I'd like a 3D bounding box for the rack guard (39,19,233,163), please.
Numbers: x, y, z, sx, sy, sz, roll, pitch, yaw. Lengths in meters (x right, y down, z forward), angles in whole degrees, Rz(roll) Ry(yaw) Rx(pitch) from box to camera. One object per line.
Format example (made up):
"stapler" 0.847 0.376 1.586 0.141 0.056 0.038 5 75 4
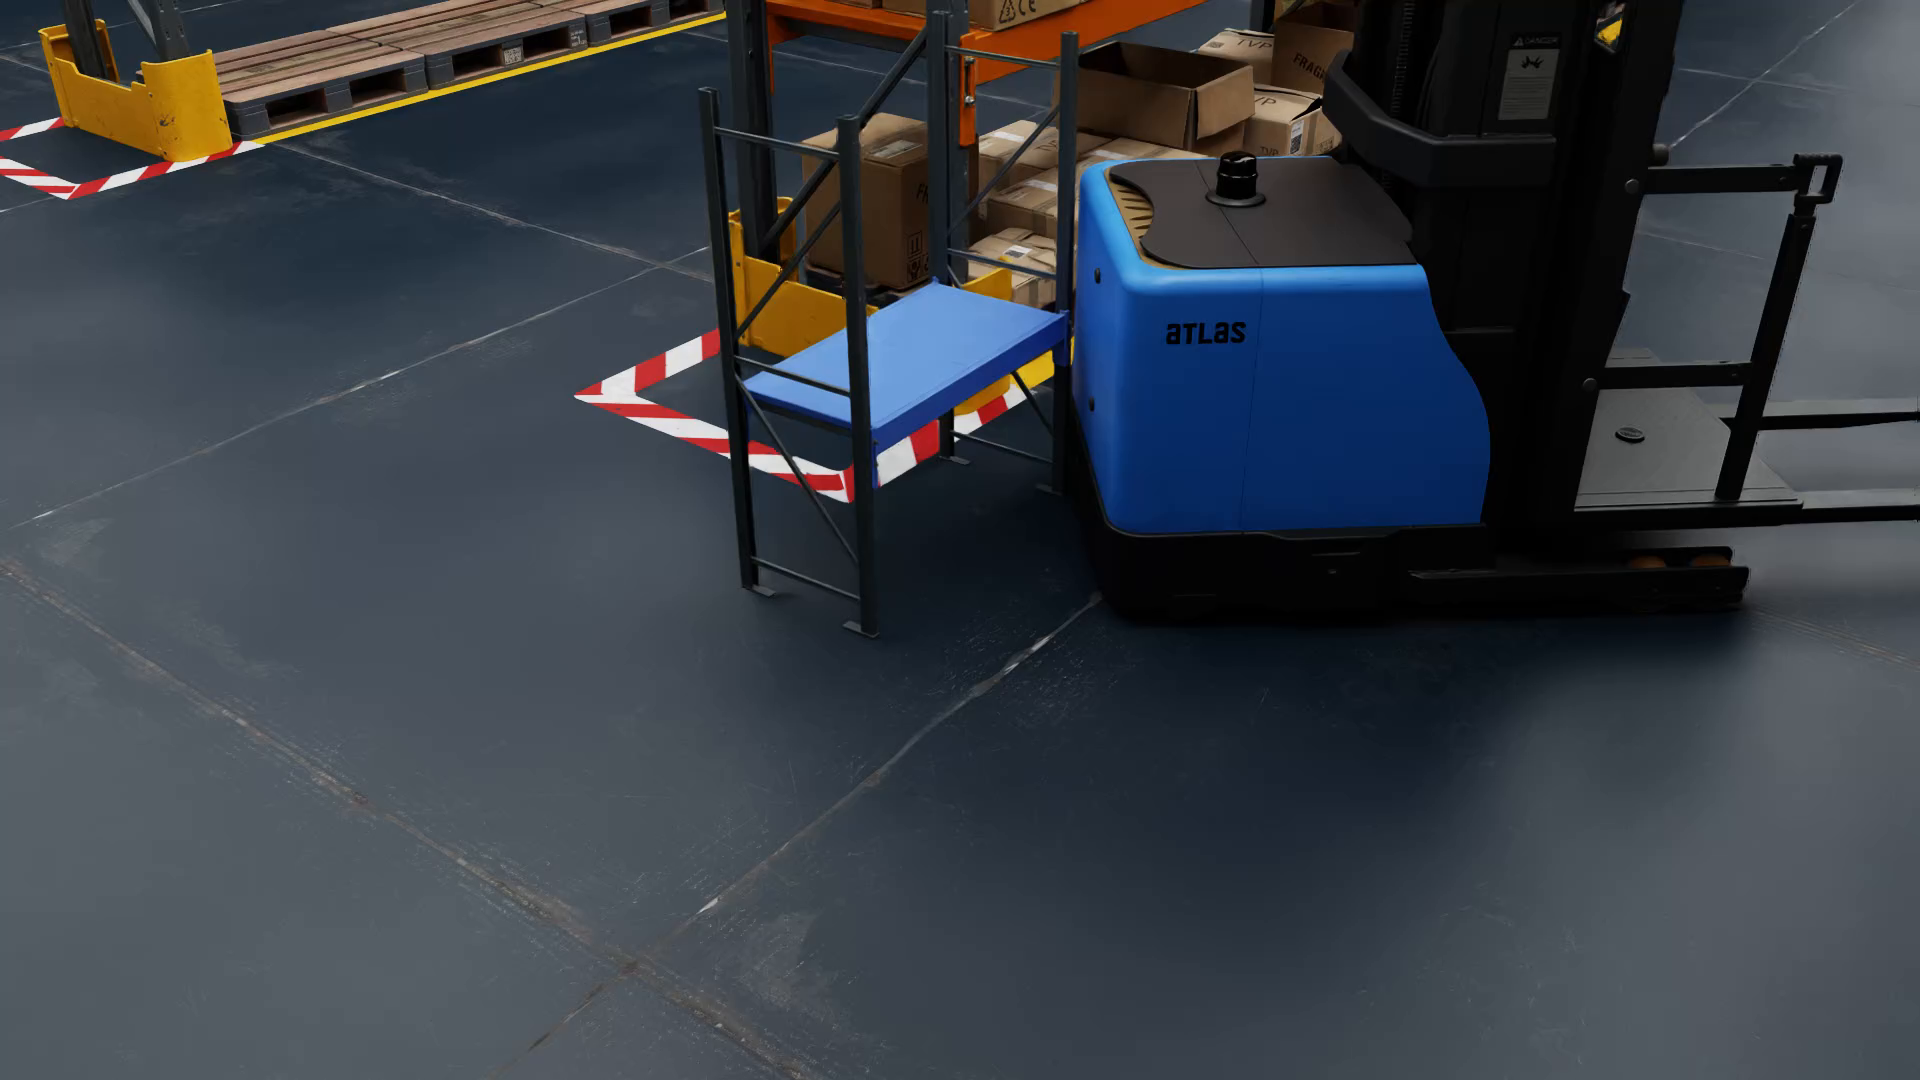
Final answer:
"rack guard" -4.354 -2.383 8.780 1.175 0.500 0.348 21 37 31

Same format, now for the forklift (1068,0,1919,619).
"forklift" 1.894 -1.315 4.594 3.031 2.935 1.130 -2 31 -3

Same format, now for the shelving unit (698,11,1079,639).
"shelving unit" -0.158 -0.652 4.873 0.538 1.500 1.048 19 36 30

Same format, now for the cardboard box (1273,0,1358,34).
"cardboard box" 2.081 -2.974 9.347 0.500 0.500 0.500 21 37 31

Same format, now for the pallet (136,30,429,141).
"pallet" -3.821 -2.595 9.422 1.003 0.211 1.213 21 37 31

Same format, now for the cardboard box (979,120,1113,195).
"cardboard box" 0.327 -1.626 7.317 0.500 0.250 0.500 21 37 31

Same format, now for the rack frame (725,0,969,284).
"rack frame" -0.403 -1.946 5.591 1.000 3.000 0.127 21 37 31

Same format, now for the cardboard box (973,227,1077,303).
"cardboard box" 0.275 -1.082 6.481 0.380 0.166 0.250 21 37 31

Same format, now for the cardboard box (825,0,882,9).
"cardboard box" -0.349 -2.255 6.014 0.500 0.500 0.500 22 37 33

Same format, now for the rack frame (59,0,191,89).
"rack frame" -4.350 -3.472 8.166 1.000 3.000 0.127 21 37 31

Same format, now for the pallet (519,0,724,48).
"pallet" -2.348 -3.587 11.096 1.003 0.211 1.213 21 37 31

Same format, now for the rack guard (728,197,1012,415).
"rack guard" -0.357 -0.901 6.281 1.175 0.500 0.348 21 37 31

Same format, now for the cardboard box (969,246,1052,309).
"cardboard box" 0.124 -0.973 6.315 0.380 0.149 0.250 21 37 31

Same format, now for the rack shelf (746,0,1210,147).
"rack shelf" 0.805 -2.449 7.146 1.077 0.370 4.000 21 37 31

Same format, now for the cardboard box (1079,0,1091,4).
"cardboard box" 0.383 -2.299 6.090 0.500 0.500 0.500 21 36 31

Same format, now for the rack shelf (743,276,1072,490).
"rack shelf" -0.156 -0.497 4.963 0.538 0.185 1.000 19 36 30

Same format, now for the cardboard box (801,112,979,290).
"cardboard box" -0.271 -1.357 6.617 0.500 0.500 0.500 21 37 31

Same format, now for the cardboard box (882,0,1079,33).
"cardboard box" 0.075 -2.088 5.733 0.500 0.500 0.500 22 37 32

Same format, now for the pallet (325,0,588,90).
"pallet" -3.084 -3.089 10.255 1.003 0.211 1.213 21 37 31

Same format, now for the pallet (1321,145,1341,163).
"pallet" 1.597 -2.093 8.575 1.003 0.211 1.213 21 37 31

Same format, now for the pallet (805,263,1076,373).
"pallet" 0.124 -1.101 6.902 1.003 0.211 1.213 21 37 31

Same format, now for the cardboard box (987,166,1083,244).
"cardboard box" 0.454 -1.289 6.749 0.500 0.250 0.500 21 37 31

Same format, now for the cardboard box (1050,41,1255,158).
"cardboard box" 0.882 -1.922 7.568 0.797 0.503 0.637 21 37 31

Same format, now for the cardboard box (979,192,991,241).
"cardboard box" 0.045 -1.350 6.933 0.380 0.166 0.250 21 37 31

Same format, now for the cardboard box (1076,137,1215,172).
"cardboard box" 0.755 -1.492 7.091 0.500 0.250 0.500 21 37 31

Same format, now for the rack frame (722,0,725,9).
"rack frame" -1.935 -5.098 10.909 1.000 3.000 0.127 21 37 31

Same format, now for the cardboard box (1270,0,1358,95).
"cardboard box" 1.894 -2.367 8.322 0.500 0.500 0.500 21 37 31

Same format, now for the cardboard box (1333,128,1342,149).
"cardboard box" 1.716 -2.045 8.123 0.380 0.149 0.250 21 37 31

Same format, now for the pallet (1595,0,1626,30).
"pallet" 3.946 -3.706 11.296 1.003 0.211 1.213 21 37 31

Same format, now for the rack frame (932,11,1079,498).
"rack frame" 0.135 -0.864 5.230 0.500 1.500 0.032 19 36 30

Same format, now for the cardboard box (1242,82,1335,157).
"cardboard box" 1.441 -1.980 7.855 0.500 0.311 0.500 21 37 31

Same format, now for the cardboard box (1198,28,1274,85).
"cardboard box" 1.586 -2.500 8.732 0.500 0.311 0.500 21 37 31

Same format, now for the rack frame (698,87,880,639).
"rack frame" -0.451 -0.440 4.515 0.500 1.500 0.032 19 36 30

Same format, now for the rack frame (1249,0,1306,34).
"rack frame" 2.012 -3.572 8.335 1.000 3.000 0.127 21 37 31
